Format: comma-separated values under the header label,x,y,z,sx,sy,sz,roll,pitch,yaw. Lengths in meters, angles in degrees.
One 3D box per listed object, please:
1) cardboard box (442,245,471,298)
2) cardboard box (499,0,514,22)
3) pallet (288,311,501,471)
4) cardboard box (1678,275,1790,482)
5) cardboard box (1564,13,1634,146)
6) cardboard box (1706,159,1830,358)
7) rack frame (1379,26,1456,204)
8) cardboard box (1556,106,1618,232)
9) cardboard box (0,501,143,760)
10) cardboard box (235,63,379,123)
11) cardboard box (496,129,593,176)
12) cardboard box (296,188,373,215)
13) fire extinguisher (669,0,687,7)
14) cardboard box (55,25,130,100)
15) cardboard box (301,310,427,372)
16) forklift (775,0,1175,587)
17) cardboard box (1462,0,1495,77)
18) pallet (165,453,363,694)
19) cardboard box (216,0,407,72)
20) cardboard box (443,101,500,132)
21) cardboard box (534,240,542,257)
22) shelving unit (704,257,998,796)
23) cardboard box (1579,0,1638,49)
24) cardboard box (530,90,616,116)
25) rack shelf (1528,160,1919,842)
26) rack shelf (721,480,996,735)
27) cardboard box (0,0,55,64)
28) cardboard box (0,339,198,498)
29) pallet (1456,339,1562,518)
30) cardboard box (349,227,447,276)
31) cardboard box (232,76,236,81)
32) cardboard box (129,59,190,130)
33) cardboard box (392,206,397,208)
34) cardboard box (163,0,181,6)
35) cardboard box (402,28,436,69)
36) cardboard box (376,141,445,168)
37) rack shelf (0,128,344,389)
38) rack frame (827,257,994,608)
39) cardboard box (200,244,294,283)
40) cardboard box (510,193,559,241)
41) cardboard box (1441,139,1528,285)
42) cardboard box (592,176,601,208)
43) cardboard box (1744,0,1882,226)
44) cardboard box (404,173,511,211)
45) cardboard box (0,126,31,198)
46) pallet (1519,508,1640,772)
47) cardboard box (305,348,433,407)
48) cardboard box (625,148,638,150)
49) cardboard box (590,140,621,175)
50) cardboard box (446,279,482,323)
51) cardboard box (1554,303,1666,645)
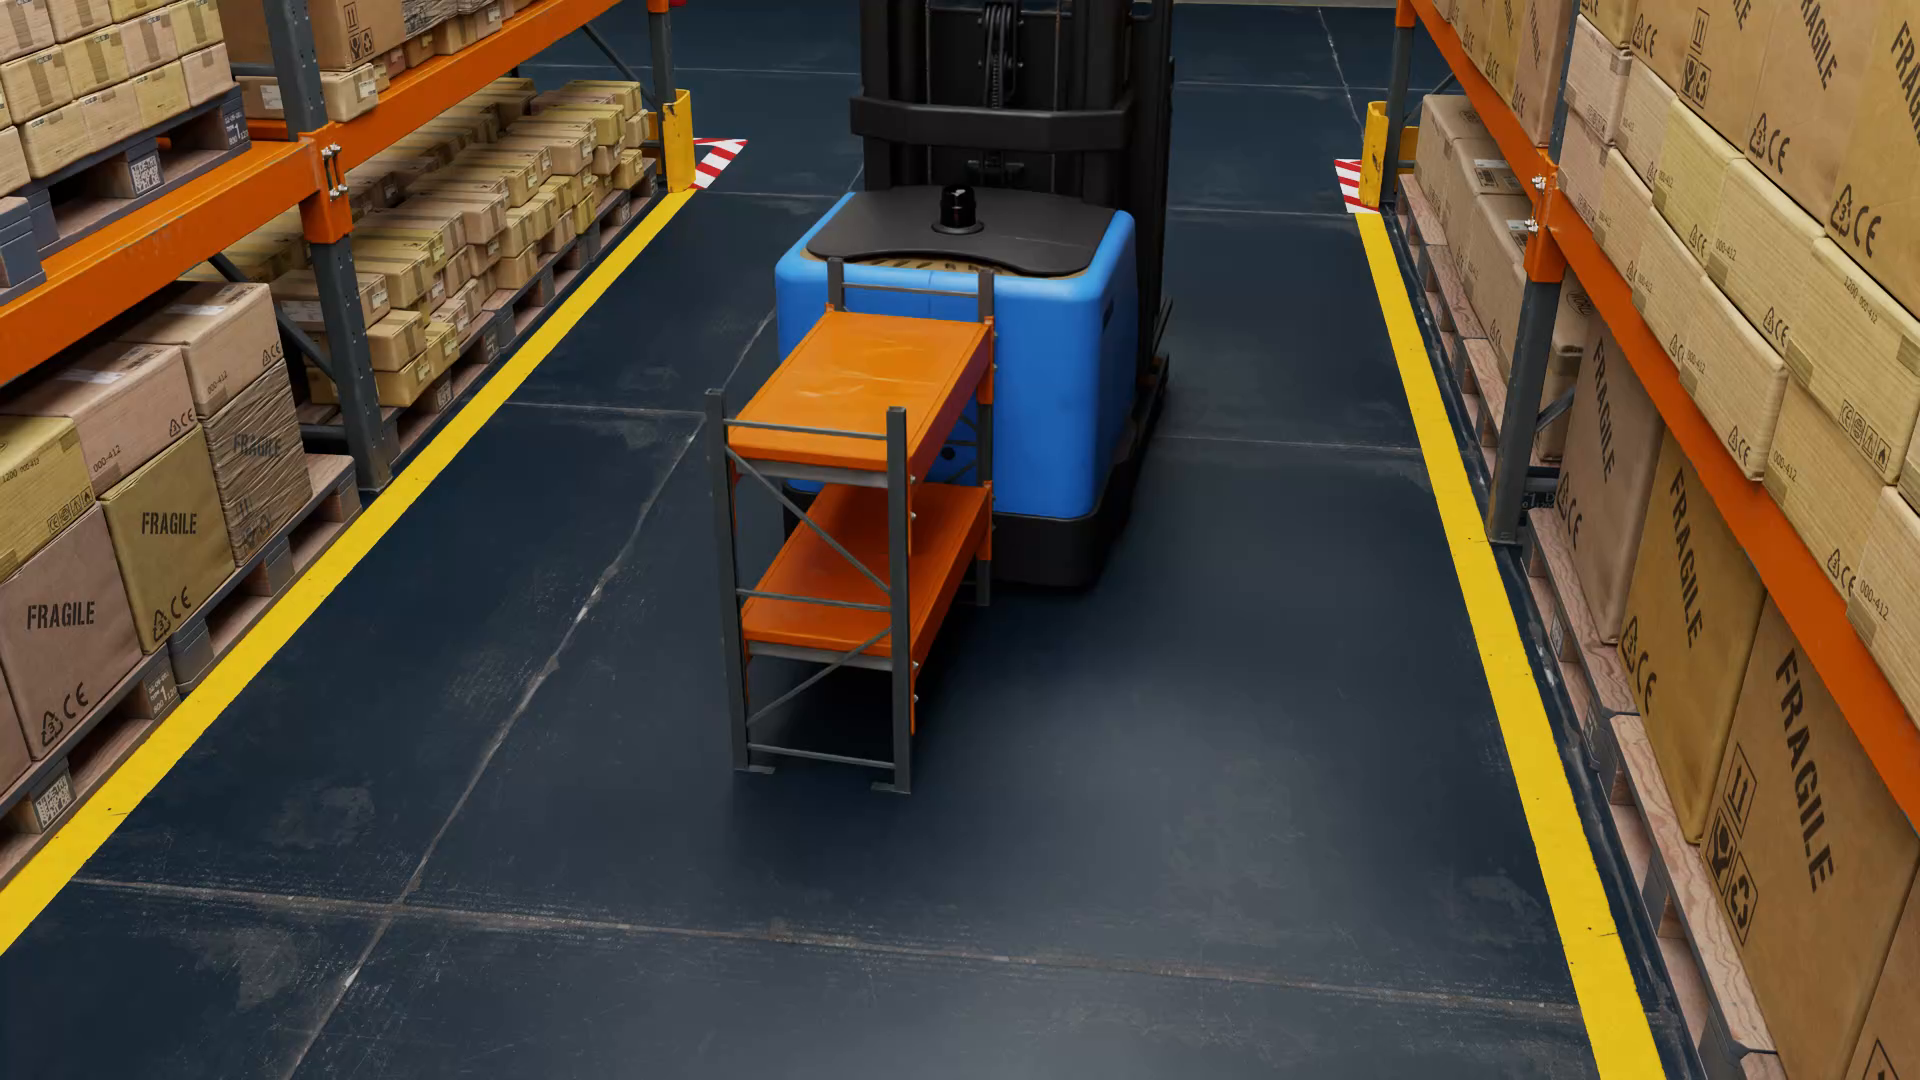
label,x,y,z,sx,sy,sz,roll,pitch,yaw
cardboard box,-2.268,-1.124,6.923,0.380,0.149,0.250,2,28,4
cardboard box,-2.143,-2.298,7.118,0.380,0.149,0.250,4,29,8
pallet,-2.555,-0.633,6.703,1.003,0.211,1.213,3,28,6
cardboard box,1.796,-0.326,3.351,0.500,0.250,0.500,3,28,5
cardboard box,1.989,-1.266,4.568,0.500,0.250,0.500,3,28,5
cardboard box,1.805,-0.545,3.230,0.500,0.250,0.500,3,28,5
rack frame,2.813,-3.186,8.500,1.000,3.000,0.127,3,28,6
cardboard box,2.007,-1.045,4.685,0.500,0.250,0.500,3,28,5
cardboard box,-2.573,0.218,4.375,0.500,0.500,0.500,3,28,5
cardboard box,-2.243,-1.547,5.723,0.380,0.149,0.250,4,29,8
cardboard box,-1.991,-1.861,7.978,0.380,0.149,0.250,4,29,8
cardboard box,-2.751,-1.408,7.136,0.380,0.149,0.250,2,28,4
fire extinguisher,-1.623,-3.319,9.223,0.296,0.674,0.183,3,28,6
cardboard box,-2.519,-1.309,4.525,0.380,0.149,0.250,5,29,8
cardboard box,-2.240,-0.756,6.239,0.380,0.149,0.250,5,29,9
forklift,0.244,-1.822,6.042,1.130,2.935,3.031,6,29,11
cardboard box,2.231,-2.060,6.306,0.500,0.500,0.500,3,28,5
pallet,-2.696,0.051,5.432,1.003,0.211,1.213,3,28,6
cardboard box,-2.291,-1.936,5.762,0.500,0.500,0.500,3,28,5
cardboard box,-2.586,-2.143,8.500,0.380,0.149,0.250,3,28,6
cardboard box,-2.164,-1.367,7.687,0.380,0.149,0.250,4,29,8
shelving unit,-0.260,-0.076,4.706,0.538,1.125,1.048,6,29,11
cardboard box,1.984,-1.597,4.391,0.500,0.500,0.500,4,29,7
cardboard box,-2.013,-2.239,8.678,0.380,0.149,0.250,4,29,7
rack shelf,2.078,-0.045,3.429,1.077,0.370,4.000,3,28,6
rack shelf,-0.260,0.139,4.822,0.538,0.278,1.000,6,29,11
cardboard box,-2.555,-1.307,4.208,0.380,0.149,0.250,3,28,6
cardboard box,-2.519,-0.351,4.641,0.500,0.250,0.500,5,29,9
pallet,2.494,-0.429,6.323,1.003,0.211,1.213,3,28,6
cardboard box,-2.280,-1.133,6.626,0.380,0.149,0.250,3,28,5
cardboard box,-2.876,-1.708,6.022,0.380,0.149,0.250,3,28,5
cardboard box,-2.485,-1.296,4.816,0.380,0.149,0.250,4,29,6
cardboard box,-2.650,-1.384,7.406,0.380,0.149,0.250,2,28,4
cardboard box,-2.458,-1.679,4.898,0.380,0.149,0.250,5,29,9
cardboard box,-2.265,-1.929,6.432,0.380,0.149,0.250,2,28,4
cardboard box,-2.655,-1.770,7.808,0.380,0.149,0.250,4,29,7
rack shelf,-2.847,-0.285,3.874,1.077,0.370,4.000,3,28,6
rack frame,-0.146,-0.311,5.142,0.500,1.125,0.032,6,29,11
cardboard box,-2.825,-1.040,6.453,0.380,0.149,0.250,4,29,7
cardboard box,-2.062,-1.481,7.587,0.380,0.149,0.250,4,29,7
cardboard box,2.728,-1.495,7.621,0.875,0.438,0.875,4,29,8
cardboard box,-2.036,-1.732,8.366,0.380,0.149,0.250,4,29,7
cardboard box,1.828,-0.876,3.053,0.500,0.500,0.500,3,28,5
cardboard box,-2.207,-1.505,7.317,0.380,0.149,0.250,2,28,4
cardboard box,-2.578,-0.930,4.136,0.380,0.149,0.250,2,28,4
pallet,2.303,0.292,4.985,1.003,0.211,1.213,3,28,6
cardboard box,-2.239,-0.625,6.311,0.380,0.149,0.250,2,28,4
cardboard box,-1.970,-2.096,9.040,0.380,0.149,0.250,4,29,7
cardboard box,-1.955,-1.977,8.506,0.380,0.149,0.250,2,28,4
cardboard box,-2.246,-0.993,6.994,0.380,0.149,0.250,3,28,5
cardboard box,2.326,-0.256,4.860,0.875,0.875,0.875,4,29,8
